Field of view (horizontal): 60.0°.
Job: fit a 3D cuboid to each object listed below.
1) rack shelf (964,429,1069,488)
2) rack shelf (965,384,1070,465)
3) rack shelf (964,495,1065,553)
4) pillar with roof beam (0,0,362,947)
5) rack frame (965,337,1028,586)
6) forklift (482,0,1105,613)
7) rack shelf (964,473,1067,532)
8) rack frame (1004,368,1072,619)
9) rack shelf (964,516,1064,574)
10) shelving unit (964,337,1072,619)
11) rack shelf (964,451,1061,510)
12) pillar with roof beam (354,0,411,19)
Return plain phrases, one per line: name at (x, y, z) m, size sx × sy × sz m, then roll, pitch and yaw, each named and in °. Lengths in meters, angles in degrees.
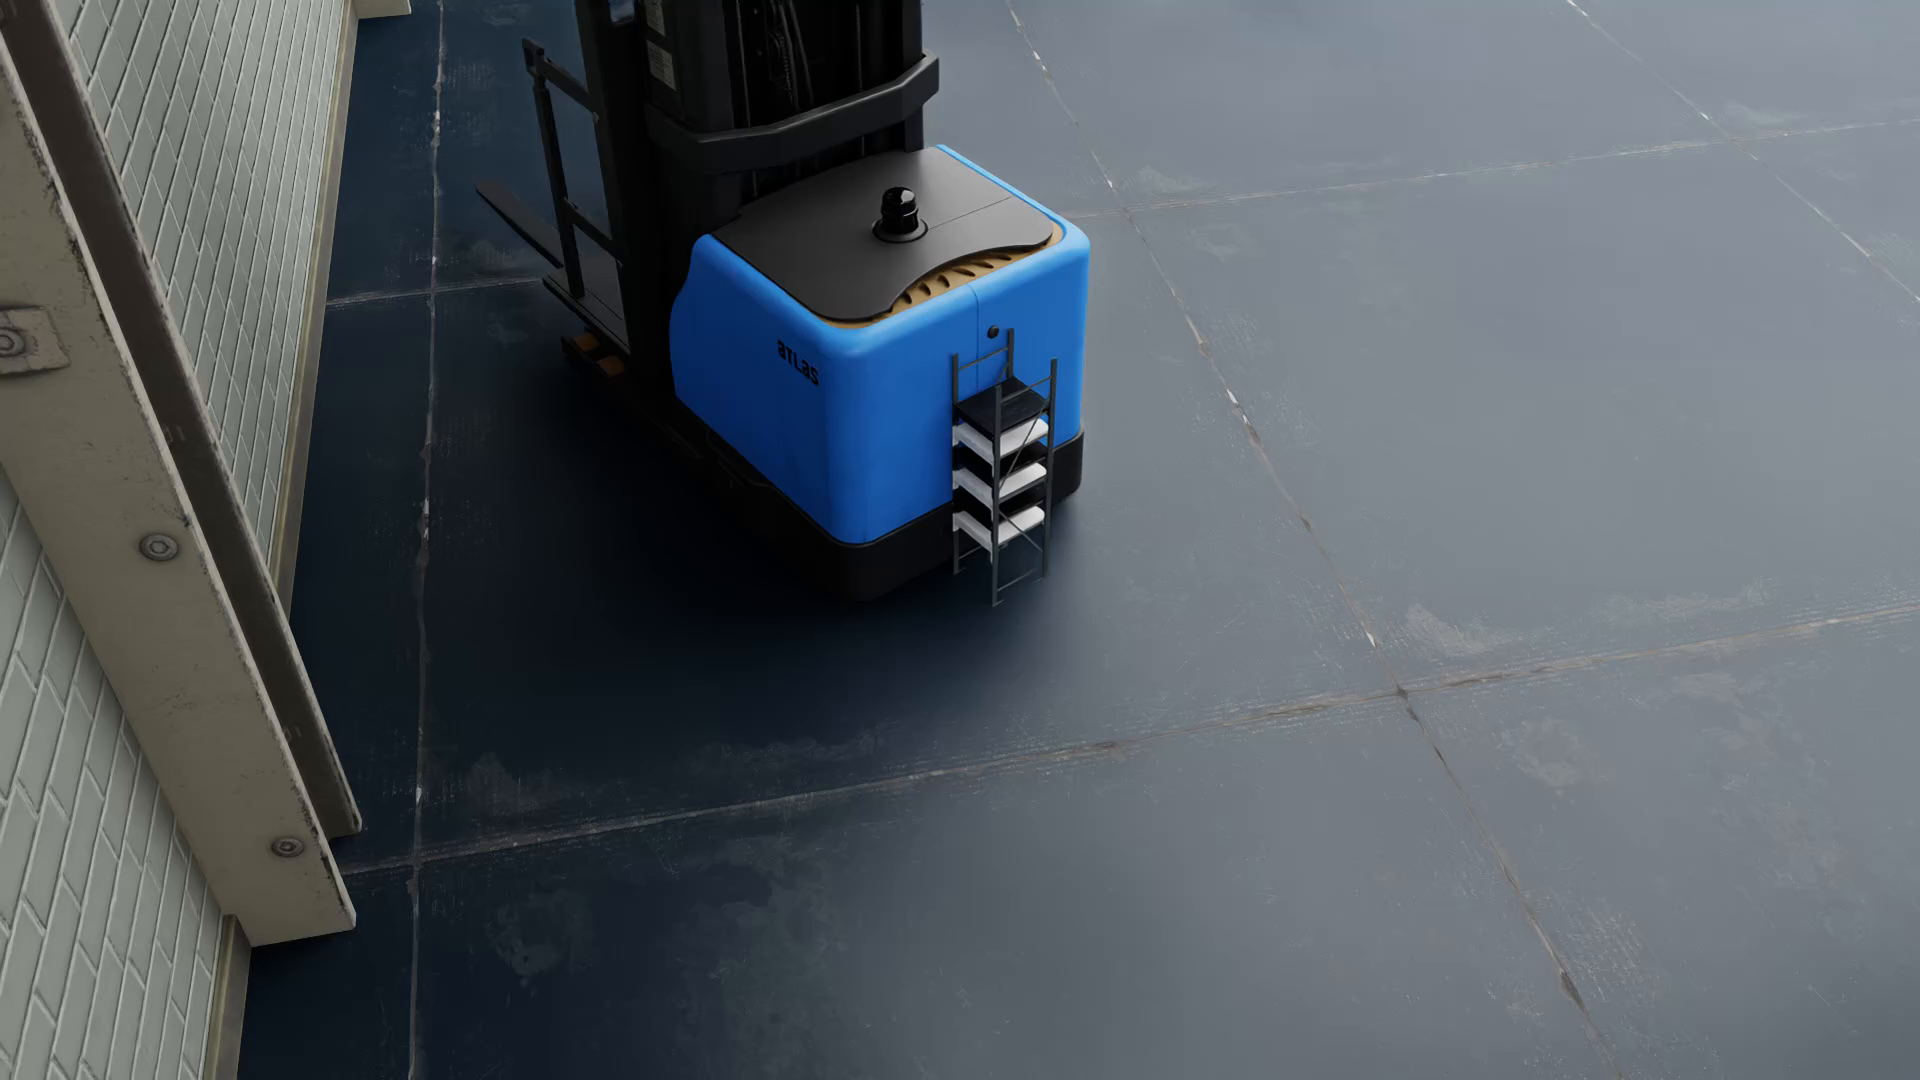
rack shelf at (0.177, -0.291, 5.179) m, size 0.258 × 0.077 × 0.200 m, roll -28°, pitch 49°, yaw -28°
rack shelf at (0.177, -0.358, 5.119) m, size 0.258 × 0.077 × 0.200 m, roll -28°, pitch 49°, yaw -28°
rack shelf at (0.177, -0.089, 5.358) m, size 0.258 × 0.077 × 0.200 m, roll -28°, pitch 49°, yaw -28°
pillar with roof beam at (2.354, -3.025, 2.379) m, size 9.100 × 9.000 × 0.400 m, roll -8°, pitch 42°, yaw -9°
rack frame at (0.113, -0.234, 5.336) m, size 0.240 × 0.900 × 0.006 m, roll -28°, pitch 49°, yaw -28°
forklift at (-0.841, -1.781, 5.548) m, size 1.130 × 2.935 × 3.031 m, roll -28°, pitch 49°, yaw -28°
rack shelf at (0.177, -0.157, 5.299) m, size 0.258 × 0.077 × 0.200 m, roll -28°, pitch 49°, yaw -28°
rack frame at (0.240, -0.129, 5.217) m, size 0.240 × 0.900 × 0.006 m, roll -28°, pitch 49°, yaw -28°
rack shelf at (0.177, -0.022, 5.418) m, size 0.258 × 0.077 × 0.200 m, roll -28°, pitch 49°, yaw -28°
shelving unit at (0.177, -0.181, 5.277) m, size 0.258 × 0.900 × 0.210 m, roll -28°, pitch 49°, yaw -28°
rack shelf at (0.177, -0.224, 5.239) m, size 0.258 × 0.077 × 0.200 m, roll -28°, pitch 49°, yaw -28°
pillar with roof beam at (1.059, -6.914, 6.760) m, size 9.100 × 9.000 × 0.400 m, roll -8°, pitch 42°, yaw -9°
